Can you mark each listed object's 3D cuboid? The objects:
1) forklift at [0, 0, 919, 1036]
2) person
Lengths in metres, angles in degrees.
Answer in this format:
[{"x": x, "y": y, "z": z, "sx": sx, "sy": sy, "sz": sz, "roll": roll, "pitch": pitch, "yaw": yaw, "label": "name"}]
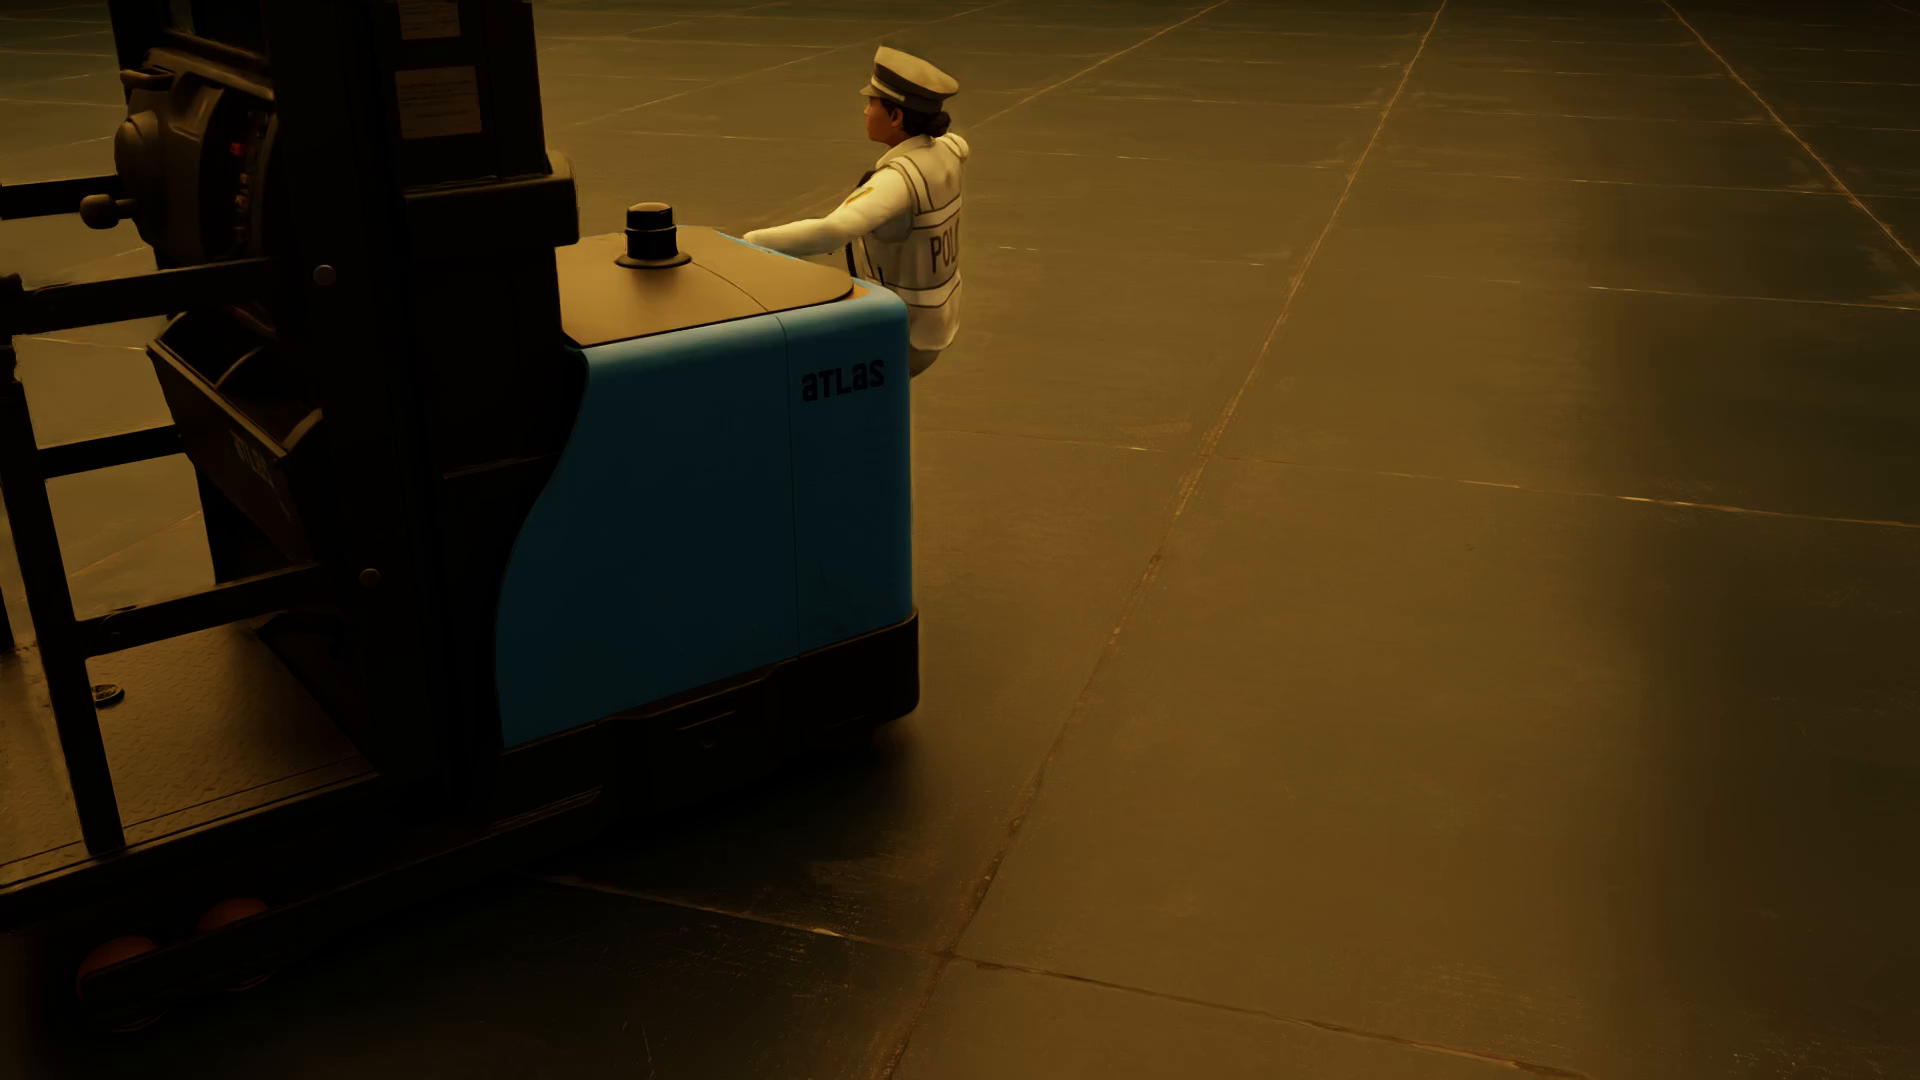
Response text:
[{"x": -1.575, "y": -0.700, "z": 2.976, "sx": 3.031, "sy": 2.935, "sz": 1.130, "roll": -16, "pitch": 28, "yaw": -34, "label": "forklift"}, {"x": -0.384, "y": -0.736, "z": 4.976, "sx": 0.808, "sy": 1.457, "sz": 1.013, "roll": 4, "pitch": 23, "yaw": 11, "label": "person"}]
